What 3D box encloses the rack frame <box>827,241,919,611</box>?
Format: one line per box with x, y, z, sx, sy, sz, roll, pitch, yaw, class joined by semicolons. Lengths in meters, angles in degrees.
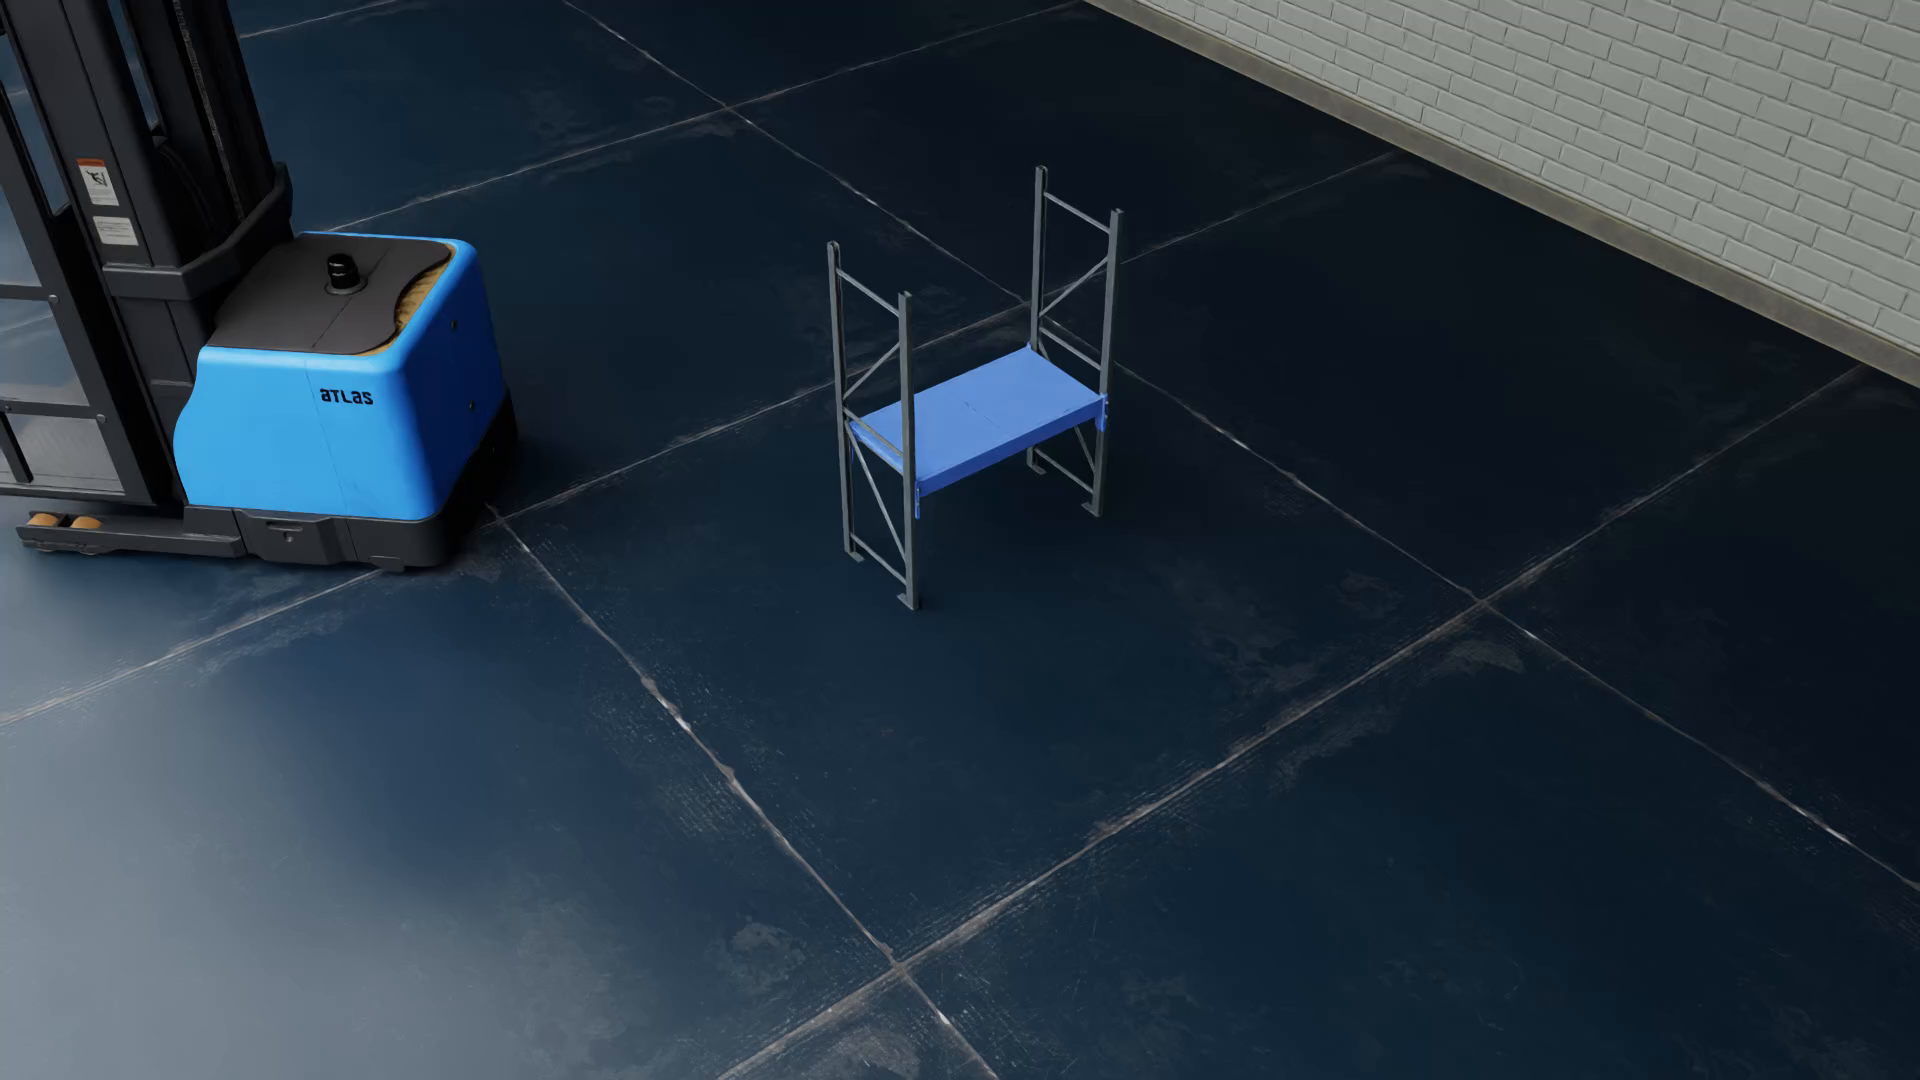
-0.335;-0.416;6.575;0.032;1.500;0.500;-26;46;-28;rack frame

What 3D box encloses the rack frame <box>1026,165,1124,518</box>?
0.471;-0.809;7.054;0.032;1.500;0.500;-26;46;-28;rack frame

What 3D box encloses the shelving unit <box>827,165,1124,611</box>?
0.068;-0.613;6.815;1.048;1.500;0.538;-26;46;-28;shelving unit

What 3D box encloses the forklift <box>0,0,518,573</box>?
-3.607;-1.397;6.642;3.031;2.935;1.130;4;40;5;forklift

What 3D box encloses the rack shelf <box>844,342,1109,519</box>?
0.068;-0.474;6.929;1.000;0.185;0.538;-26;46;-28;rack shelf
